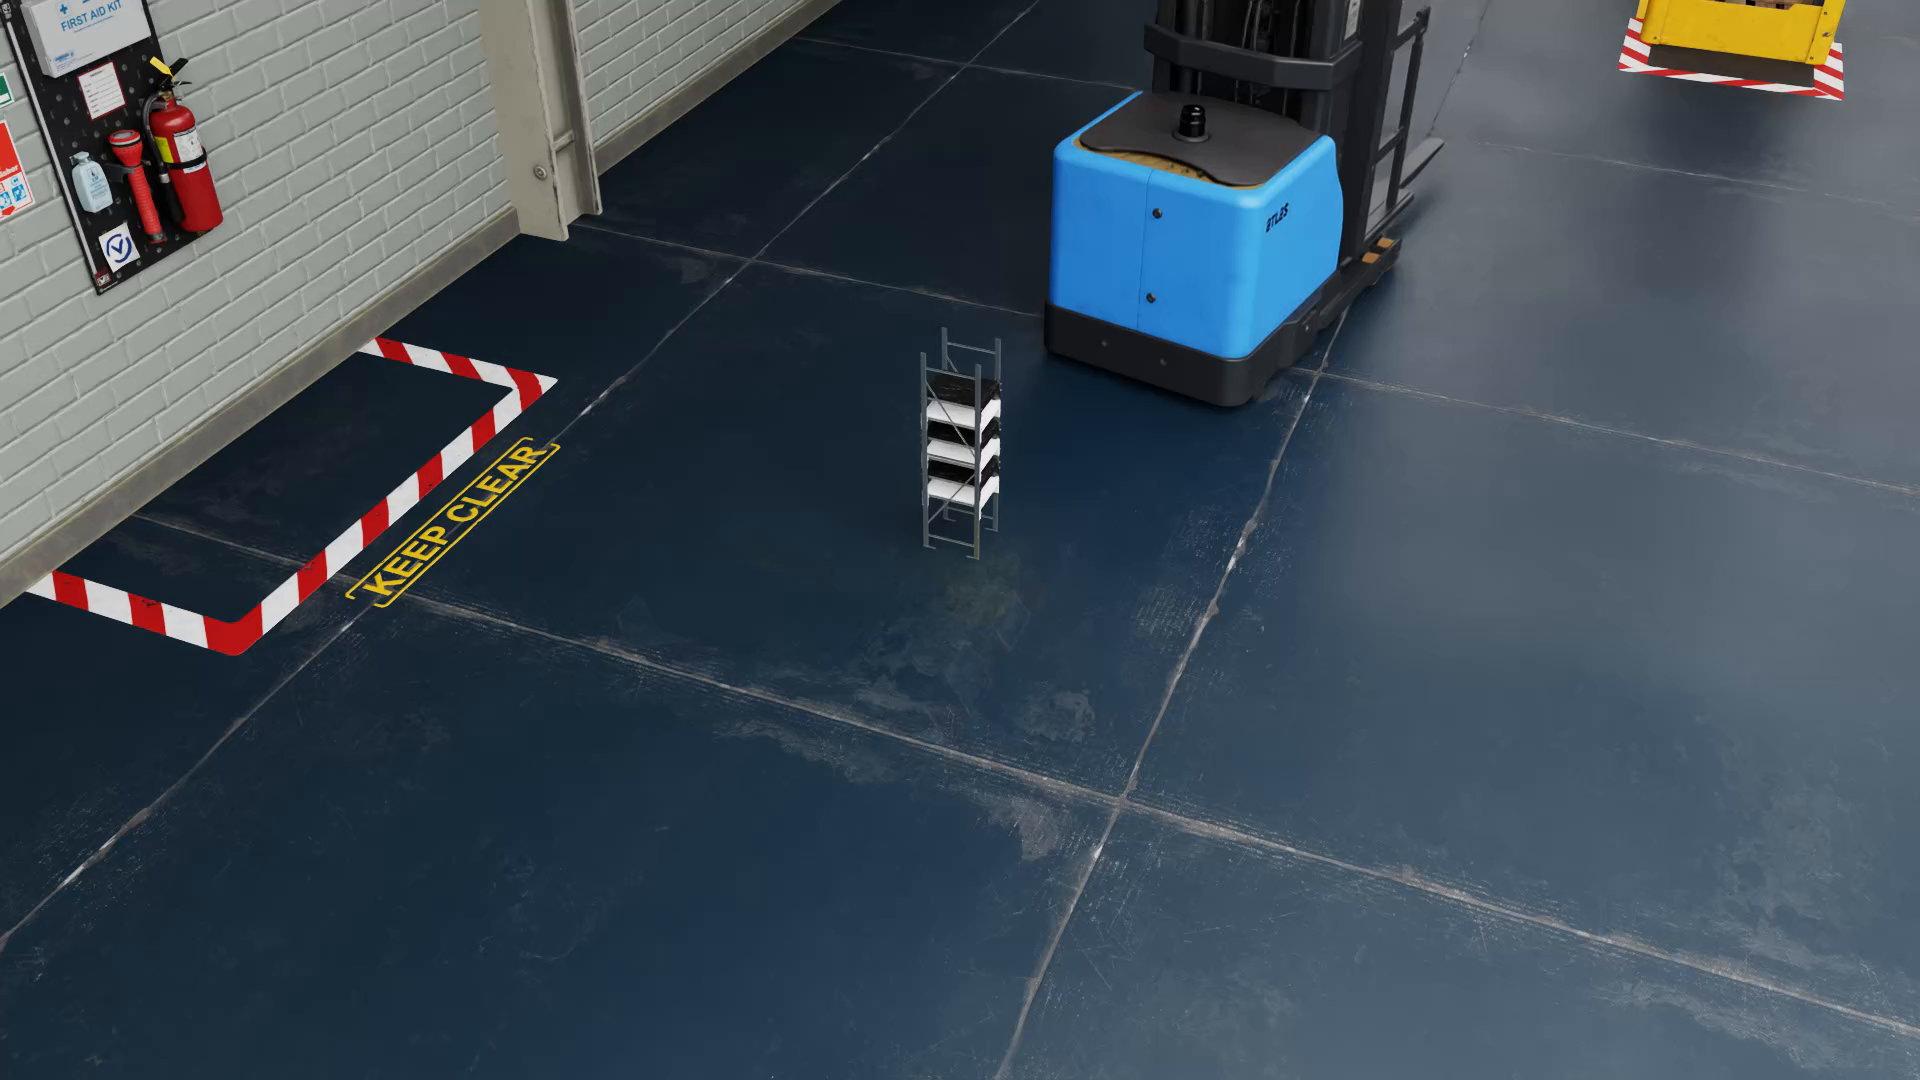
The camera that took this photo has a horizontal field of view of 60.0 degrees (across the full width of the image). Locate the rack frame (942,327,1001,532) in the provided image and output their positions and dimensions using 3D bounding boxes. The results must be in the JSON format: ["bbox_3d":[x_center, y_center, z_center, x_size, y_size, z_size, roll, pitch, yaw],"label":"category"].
[{"bbox_3d":[0.042,-0.421,6.562,0.240,0.900,0.006,14,39,18],"label":"rack frame"}]

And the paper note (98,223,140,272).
[{"bbox_3d":[-3.292,-1.147,6.514,0.016,0.148,0.142,14,39,18],"label":"paper note"}]

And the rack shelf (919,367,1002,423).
[{"bbox_3d":[0.003,-0.555,6.345,0.258,0.077,0.200,14,39,18],"label":"rack shelf"}]

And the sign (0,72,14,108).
[{"bbox_3d":[-3.457,-1.526,5.814,0.001,0.109,0.331,14,39,18],"label":"sign"}]

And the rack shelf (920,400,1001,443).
[{"bbox_3d":[0.003,-0.482,6.399,0.258,0.077,0.200,14,39,18],"label":"rack shelf"}]

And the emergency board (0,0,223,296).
[{"bbox_3d":[-3.161,-1.582,6.361,0.194,1.169,0.643,14,39,18],"label":"emergency board"}]

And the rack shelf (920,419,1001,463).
[{"bbox_3d":[0.003,-0.410,6.453,0.258,0.077,0.200,14,39,18],"label":"rack shelf"}]

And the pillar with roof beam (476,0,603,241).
[{"bbox_3d":[1.796,-4.364,5.072,9.100,9.000,0.400,14,39,18],"label":"pillar with roof beam"}]

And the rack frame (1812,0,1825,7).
[{"bbox_3d":[5.214,-4.552,10.335,1.000,3.000,0.127,14,39,18],"label":"rack frame"}]

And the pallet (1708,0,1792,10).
[{"bbox_3d":[5.466,-3.868,11.749,1.003,0.211,1.213,14,39,18],"label":"pallet"}]

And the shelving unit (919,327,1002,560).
[{"bbox_3d":[0.003,-0.365,6.487,0.258,0.900,0.210,14,39,18],"label":"shelving unit"}]

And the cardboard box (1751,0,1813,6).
[{"bbox_3d":[5.623,-3.865,11.362,0.500,0.250,0.500,14,39,18],"label":"cardboard box"}]

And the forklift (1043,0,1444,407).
[{"bbox_3d":[1.626,-2.616,7.801,1.130,2.935,3.031,22,42,26],"label":"forklift"}]

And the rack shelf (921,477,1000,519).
[{"bbox_3d":[0.003,-0.194,6.614,0.258,0.077,0.200,14,39,18],"label":"rack shelf"}]

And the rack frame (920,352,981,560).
[{"bbox_3d":[-0.036,-0.309,6.411,0.240,0.900,0.006,14,39,18],"label":"rack frame"}]

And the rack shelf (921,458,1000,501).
[{"bbox_3d":[0.003,-0.266,6.560,0.258,0.077,0.200,14,39,18],"label":"rack shelf"}]

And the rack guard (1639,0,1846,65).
[{"bbox_3d":[5.205,-3.538,11.066,1.175,0.500,0.348,14,39,18],"label":"rack guard"}]

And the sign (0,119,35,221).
[{"bbox_3d":[-3.467,-1.313,5.972,0.001,0.329,0.234,14,39,18],"label":"sign"}]

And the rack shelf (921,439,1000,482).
[{"bbox_3d":[0.003,-0.338,6.507,0.258,0.077,0.200,14,39,18],"label":"rack shelf"}]
